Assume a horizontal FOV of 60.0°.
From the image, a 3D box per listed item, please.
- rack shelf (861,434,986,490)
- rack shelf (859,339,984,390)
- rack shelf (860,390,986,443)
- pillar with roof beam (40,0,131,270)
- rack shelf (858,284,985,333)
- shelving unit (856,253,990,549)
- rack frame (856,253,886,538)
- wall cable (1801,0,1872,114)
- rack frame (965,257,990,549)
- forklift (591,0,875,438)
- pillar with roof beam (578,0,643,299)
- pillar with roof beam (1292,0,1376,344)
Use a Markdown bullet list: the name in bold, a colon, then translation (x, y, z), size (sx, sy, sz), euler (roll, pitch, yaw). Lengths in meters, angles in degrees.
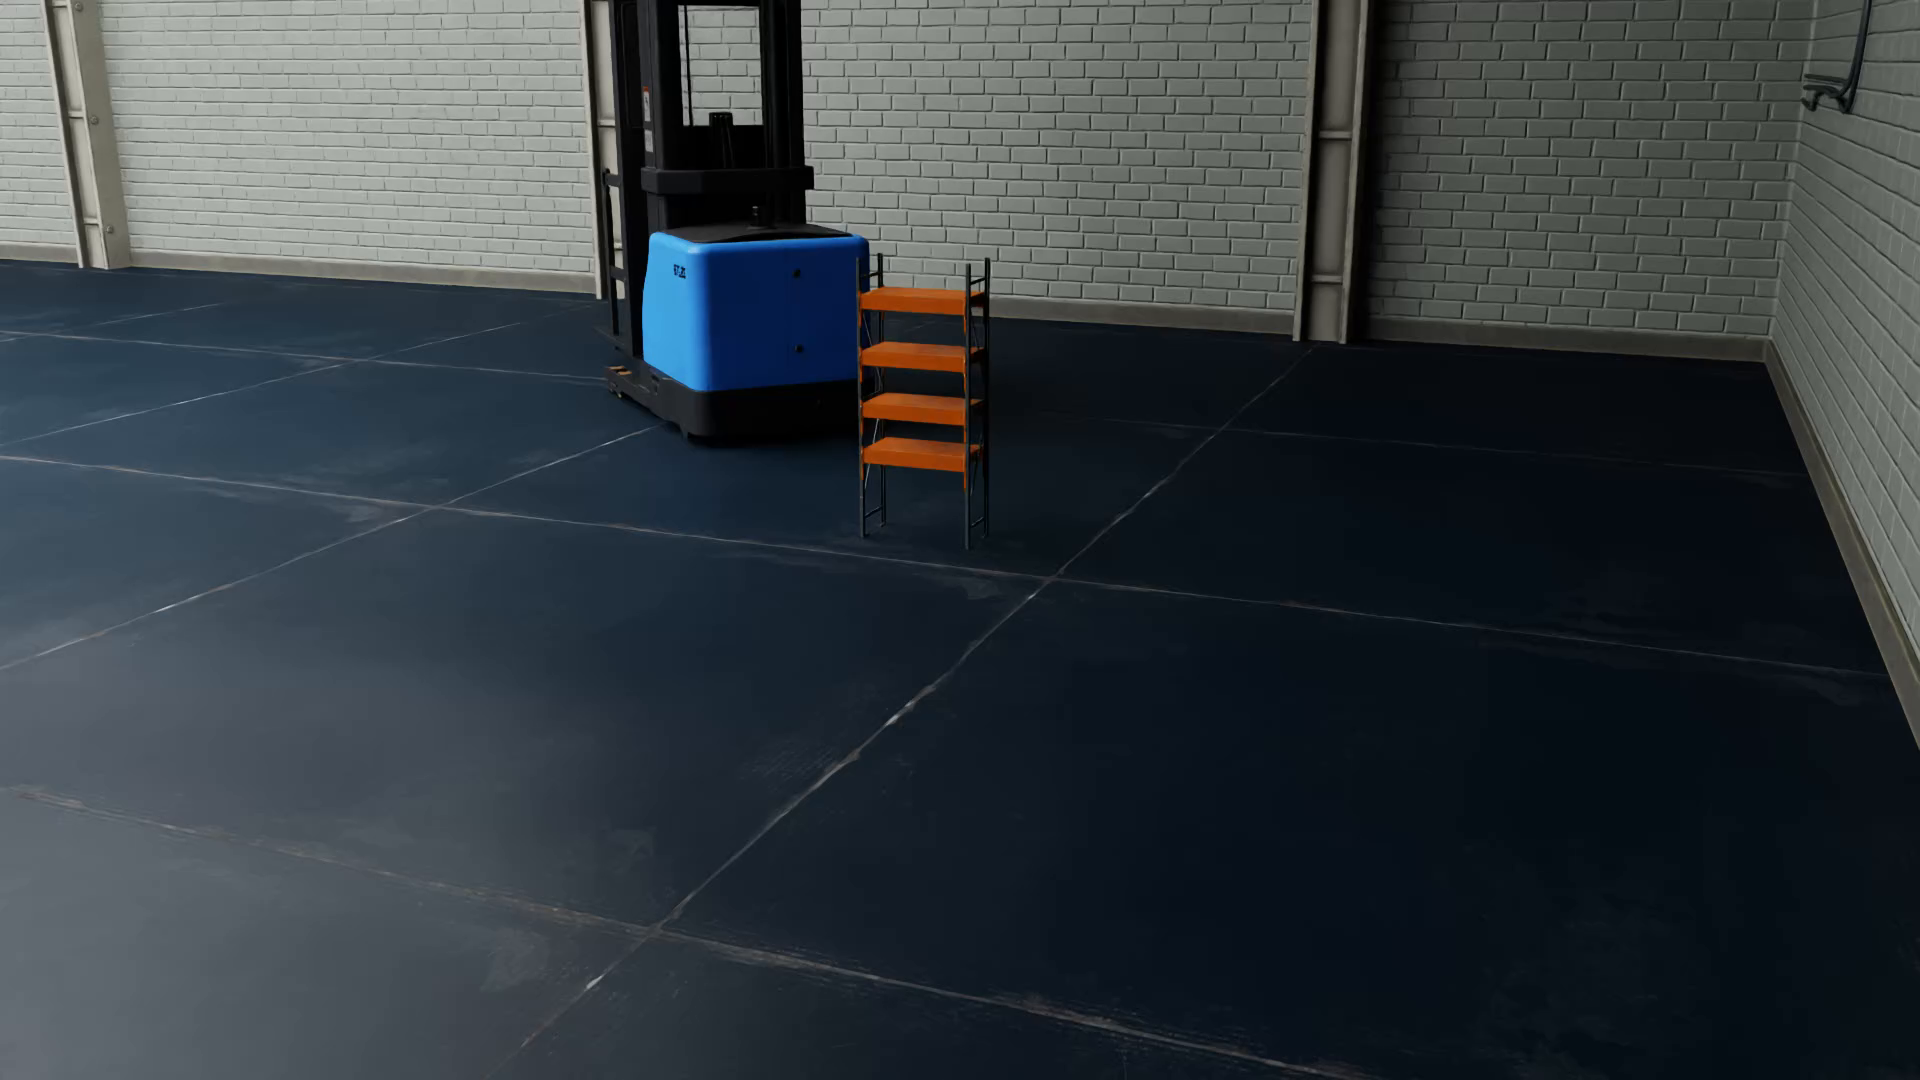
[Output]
- **rack shelf**: translation (-0.154, -0.338, 7.139), size (0.480, 0.148, 0.258), euler (6, 17, 21)
- **rack shelf**: translation (-0.154, -0.743, 7.021), size (0.480, 0.148, 0.258), euler (6, 17, 21)
- **rack shelf**: translation (-0.154, -0.529, 7.083), size (0.480, 0.148, 0.258), euler (6, 17, 21)
- **pillar with roof beam**: translation (-10.059, -5.918, 11.418), size (0.400, 9.000, 9.100), euler (6, 17, 21)
- **rack shelf**: translation (-0.154, -0.971, 6.955), size (0.480, 0.148, 0.258), euler (6, 17, 21)
- **shelving unit**: translation (-0.154, -0.593, 7.065), size (0.503, 1.200, 0.258), euler (6, 17, 21)
- **rack frame**: translation (-0.381, -0.618, 7.151), size (0.015, 1.200, 0.240), euler (6, 17, 21)
- **wall cable**: translation (4.939, -3.671, 9.249), size (0.112, 2.526, 3.097), euler (6, 17, 21)
- **rack frame**: translation (0.073, -0.568, 6.979), size (0.015, 1.200, 0.240), euler (6, 17, 21)
- **forklift**: translation (-1.563, -2.321, 9.912), size (1.130, 2.935, 3.031), euler (-8, 18, -24)
- **pillar with roof beam**: translation (-4.477, -5.304, 9.304), size (0.400, 9.000, 9.100), euler (6, 17, 21)
- **pillar with roof beam**: translation (1.105, -4.690, 7.189), size (0.400, 9.000, 9.100), euler (6, 17, 21)
